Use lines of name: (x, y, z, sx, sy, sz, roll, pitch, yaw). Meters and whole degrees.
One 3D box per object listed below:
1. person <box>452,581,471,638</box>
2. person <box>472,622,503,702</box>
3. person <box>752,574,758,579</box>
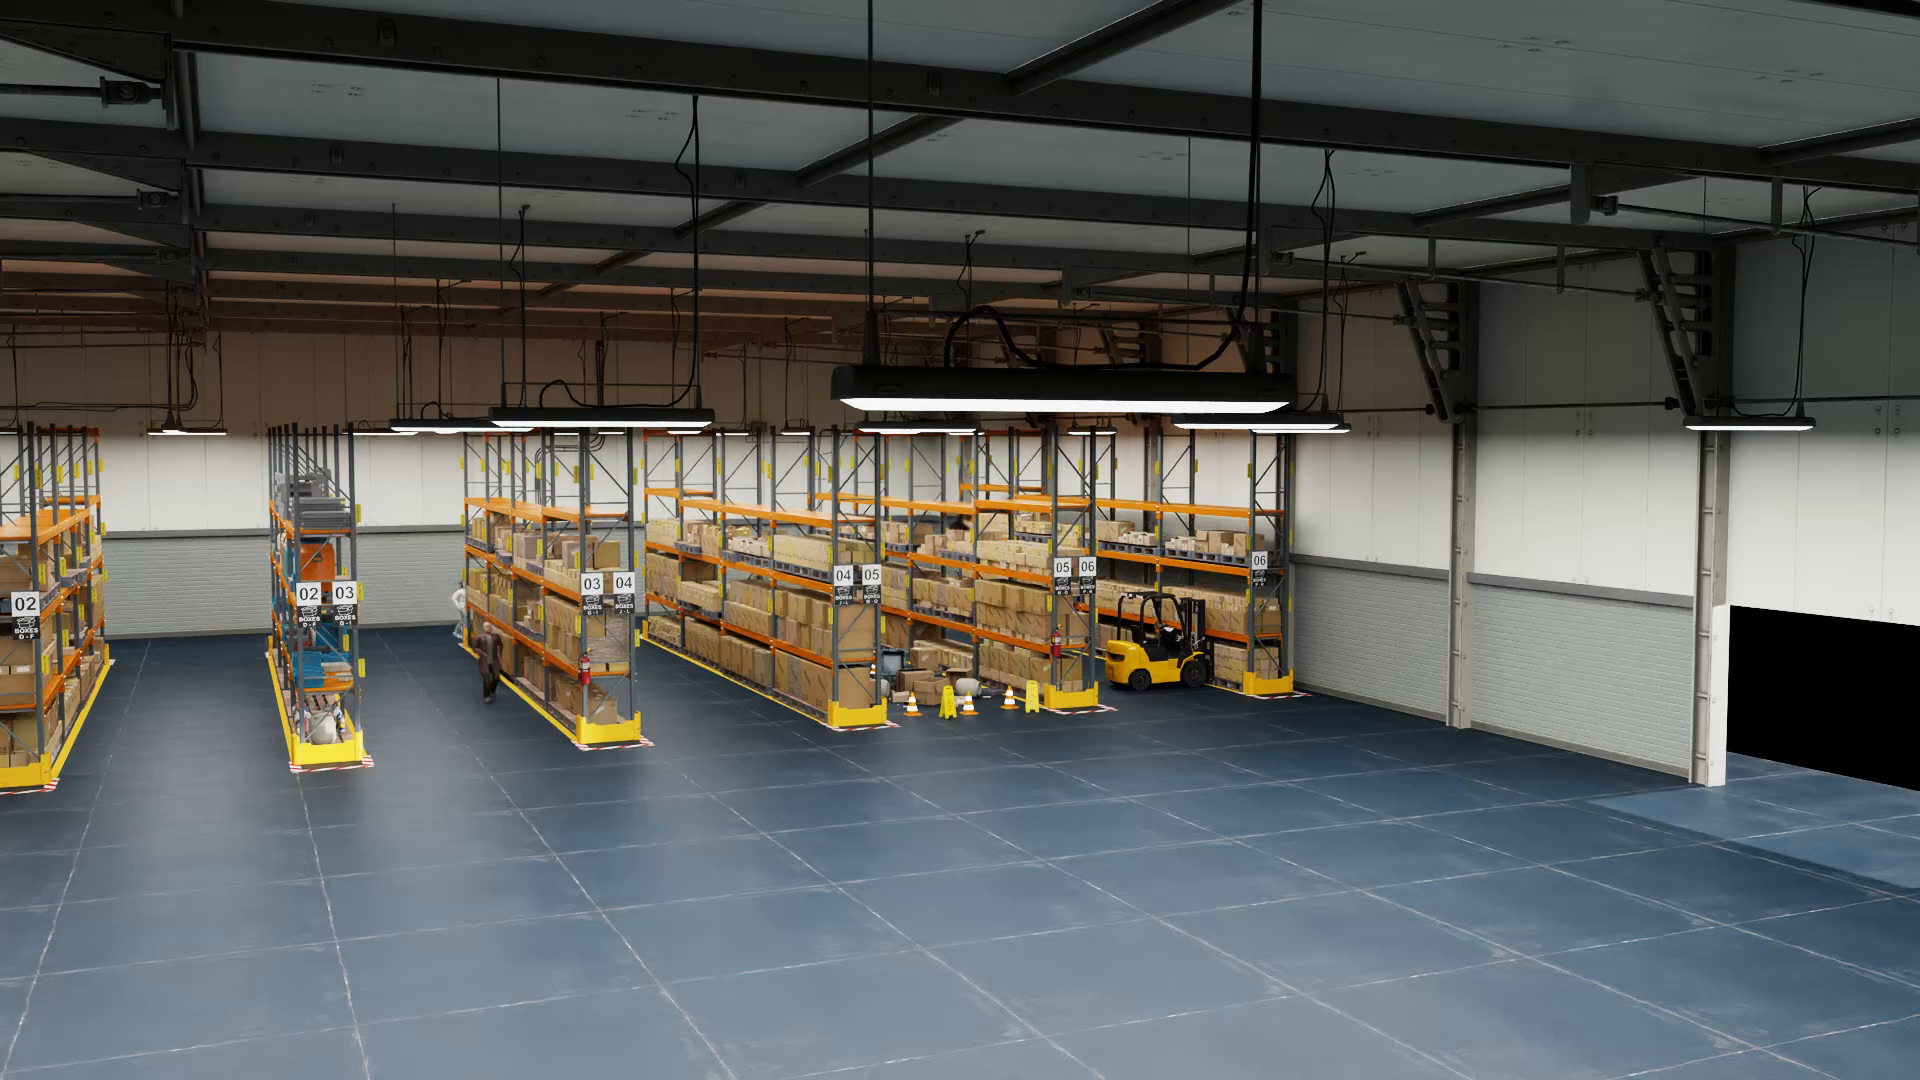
person: (-14.159, 1.989, 47.502, 0.638, 1.749, 0.624, 1, 4, 11)
person: (-10.169, 2.646, 35.957, 0.698, 1.735, 0.633, -2, 4, -28)
person: (-6.156, 1.795, 50.118, 0.740, 1.769, 0.641, -2, 4, -28)
